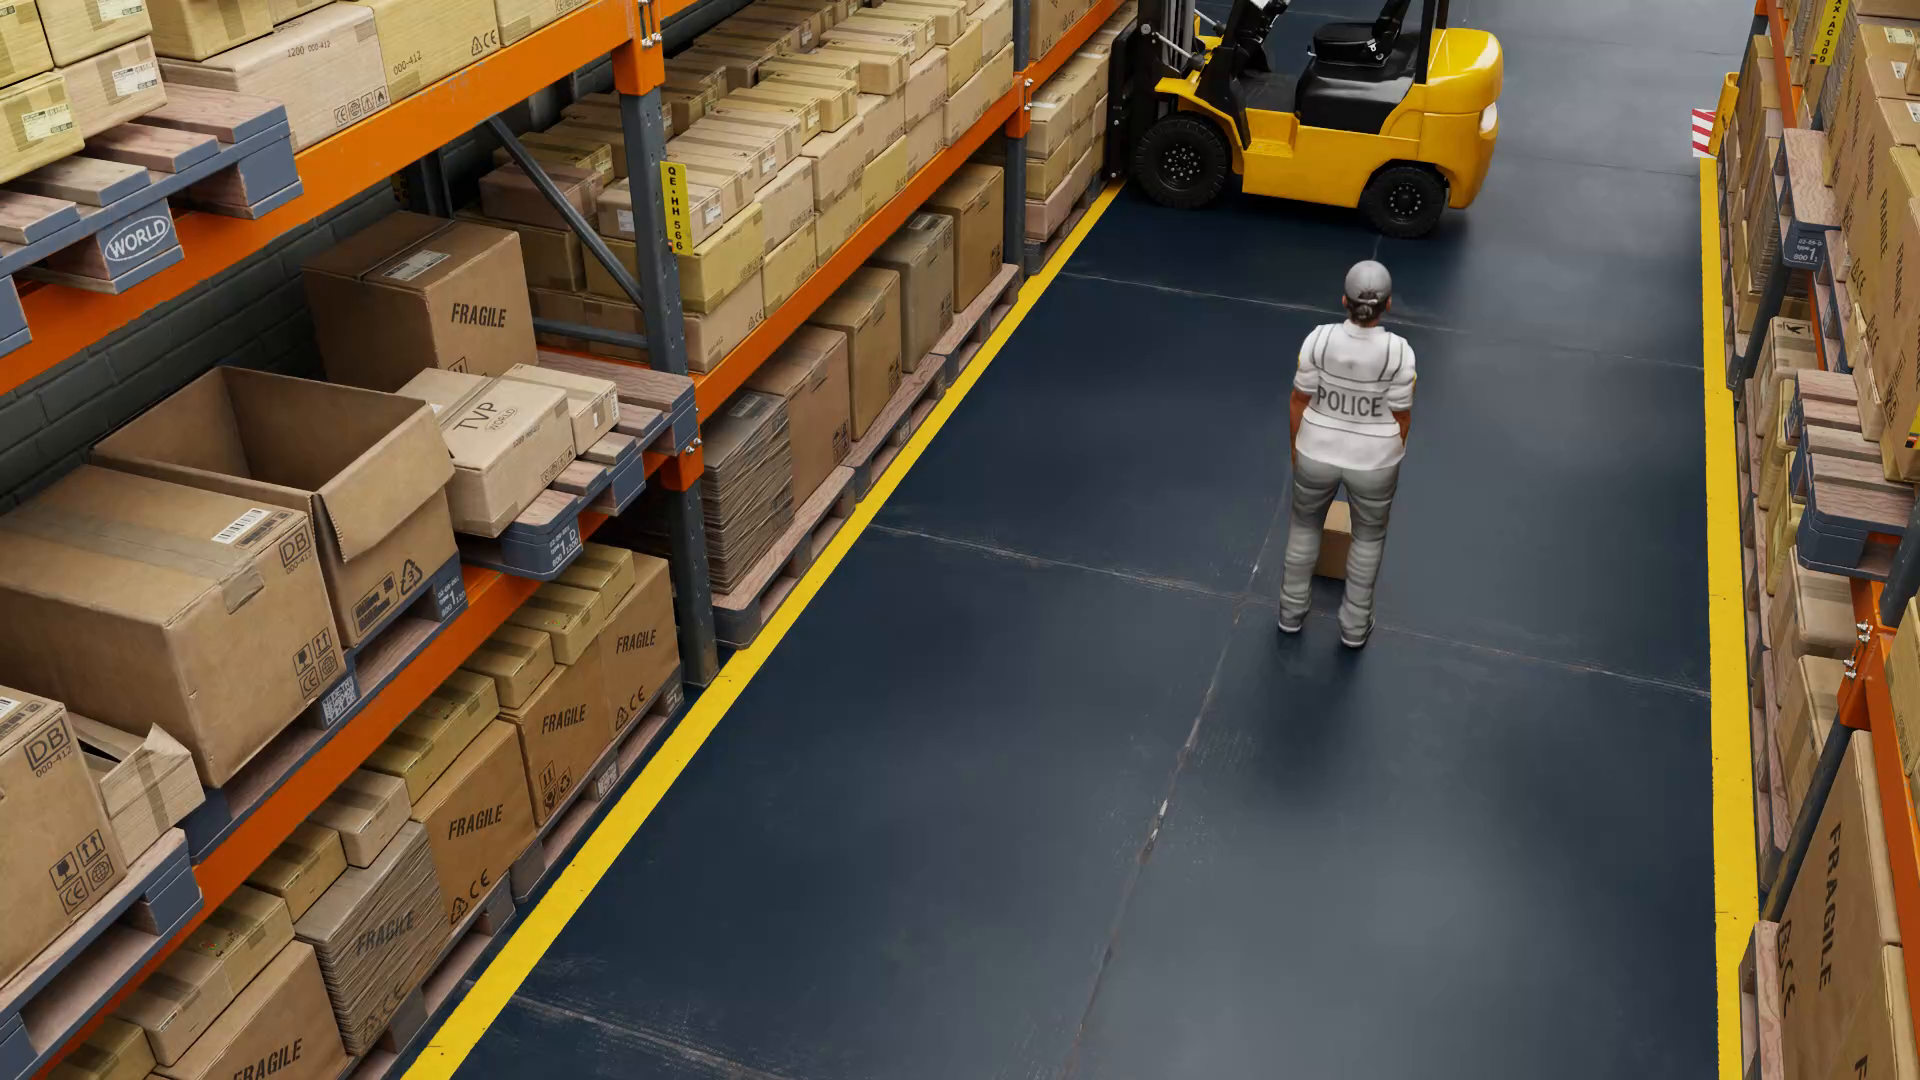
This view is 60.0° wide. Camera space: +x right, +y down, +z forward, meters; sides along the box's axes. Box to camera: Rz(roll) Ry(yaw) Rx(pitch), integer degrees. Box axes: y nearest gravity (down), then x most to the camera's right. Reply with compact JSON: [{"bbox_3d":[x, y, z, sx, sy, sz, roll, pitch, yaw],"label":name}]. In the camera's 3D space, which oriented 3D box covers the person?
[{"bbox_3d":[1.536,-0.338,6.660,0.470,1.658,0.390,12,35,17],"label":"person"}]
